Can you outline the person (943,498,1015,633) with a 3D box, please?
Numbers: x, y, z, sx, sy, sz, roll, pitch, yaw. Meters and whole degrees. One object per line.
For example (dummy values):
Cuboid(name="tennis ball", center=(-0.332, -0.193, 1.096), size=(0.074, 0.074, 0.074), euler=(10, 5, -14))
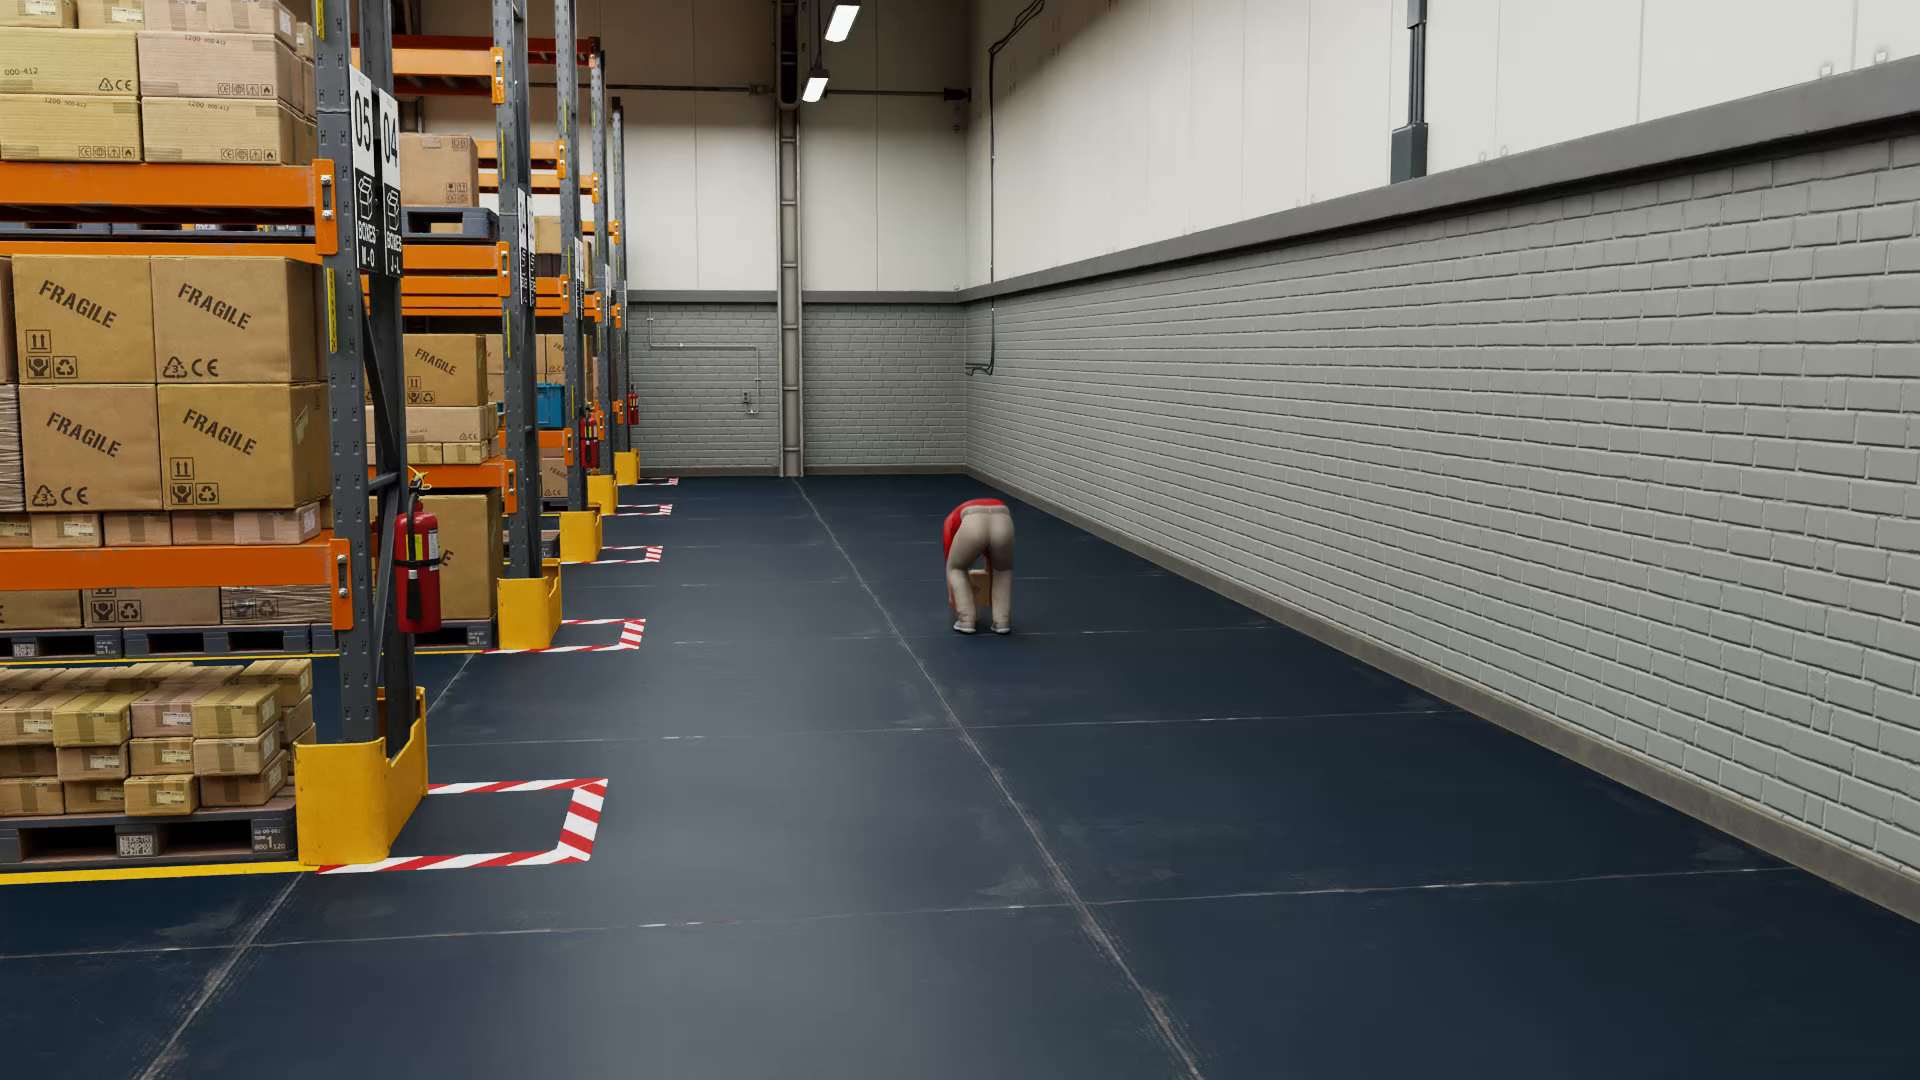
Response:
Cuboid(name="person", center=(0.134, 0.169, 12.537), size=(0.509, 1.002, 0.960), euler=(-1, 7, -11))
